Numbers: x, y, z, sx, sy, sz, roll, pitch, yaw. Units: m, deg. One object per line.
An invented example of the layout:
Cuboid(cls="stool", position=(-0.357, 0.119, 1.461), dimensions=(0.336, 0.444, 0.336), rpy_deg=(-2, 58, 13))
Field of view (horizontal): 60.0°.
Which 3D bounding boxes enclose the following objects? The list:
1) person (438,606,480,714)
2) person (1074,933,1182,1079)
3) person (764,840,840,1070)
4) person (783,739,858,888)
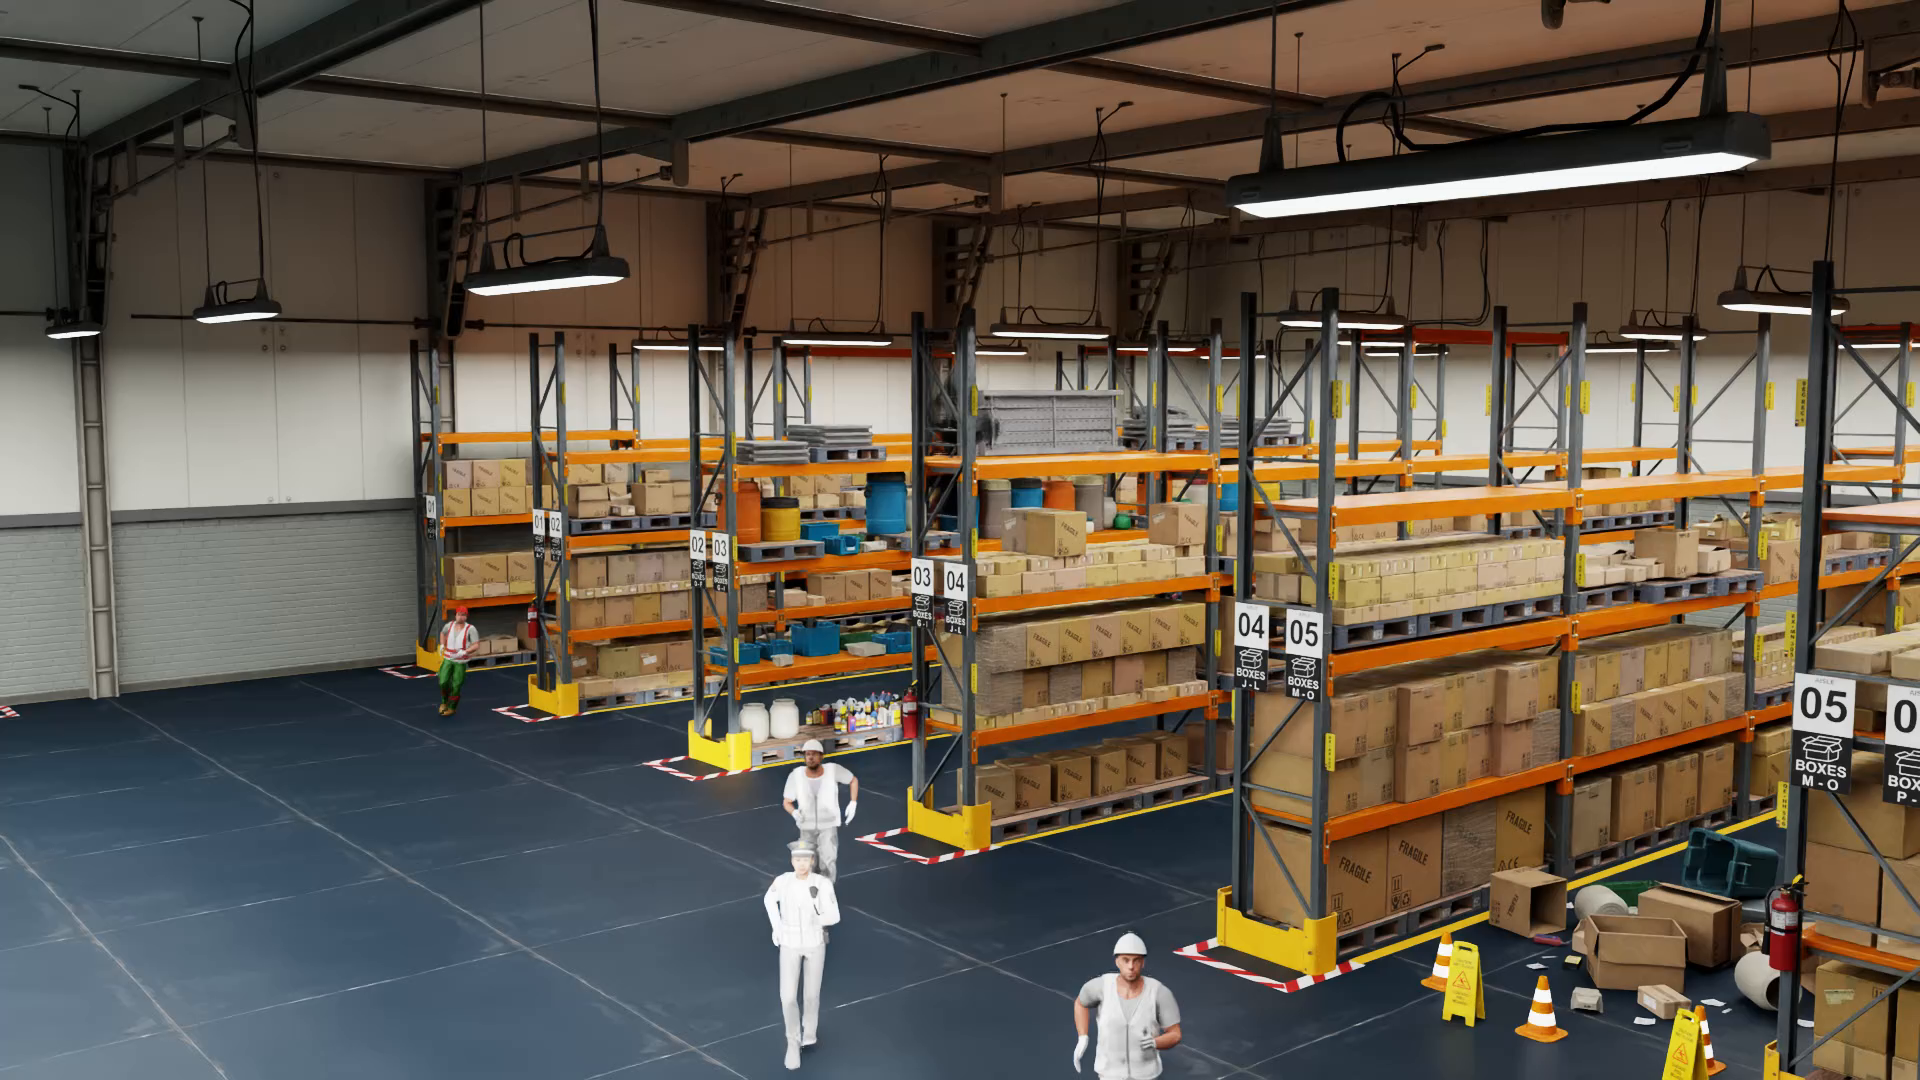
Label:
Cuboid(cls="person", position=(-7.851, 1.889, 25.986), dimensions=(0.698, 1.737, 0.583), rpy_deg=(0, 5, -1))
Cuboid(cls="person", position=(1.026, 3.315, 10.223), dimensions=(0.649, 1.835, 0.839), rpy_deg=(0, 5, 0))
Cuboid(cls="person", position=(-1.212, 3.150, 12.743), dimensions=(0.590, 1.748, 0.677), rpy_deg=(0, 5, -3))
Cuboid(cls="person", position=(-1.363, 2.788, 16.145), dimensions=(0.705, 1.730, 0.796), rpy_deg=(0, 5, 3))
